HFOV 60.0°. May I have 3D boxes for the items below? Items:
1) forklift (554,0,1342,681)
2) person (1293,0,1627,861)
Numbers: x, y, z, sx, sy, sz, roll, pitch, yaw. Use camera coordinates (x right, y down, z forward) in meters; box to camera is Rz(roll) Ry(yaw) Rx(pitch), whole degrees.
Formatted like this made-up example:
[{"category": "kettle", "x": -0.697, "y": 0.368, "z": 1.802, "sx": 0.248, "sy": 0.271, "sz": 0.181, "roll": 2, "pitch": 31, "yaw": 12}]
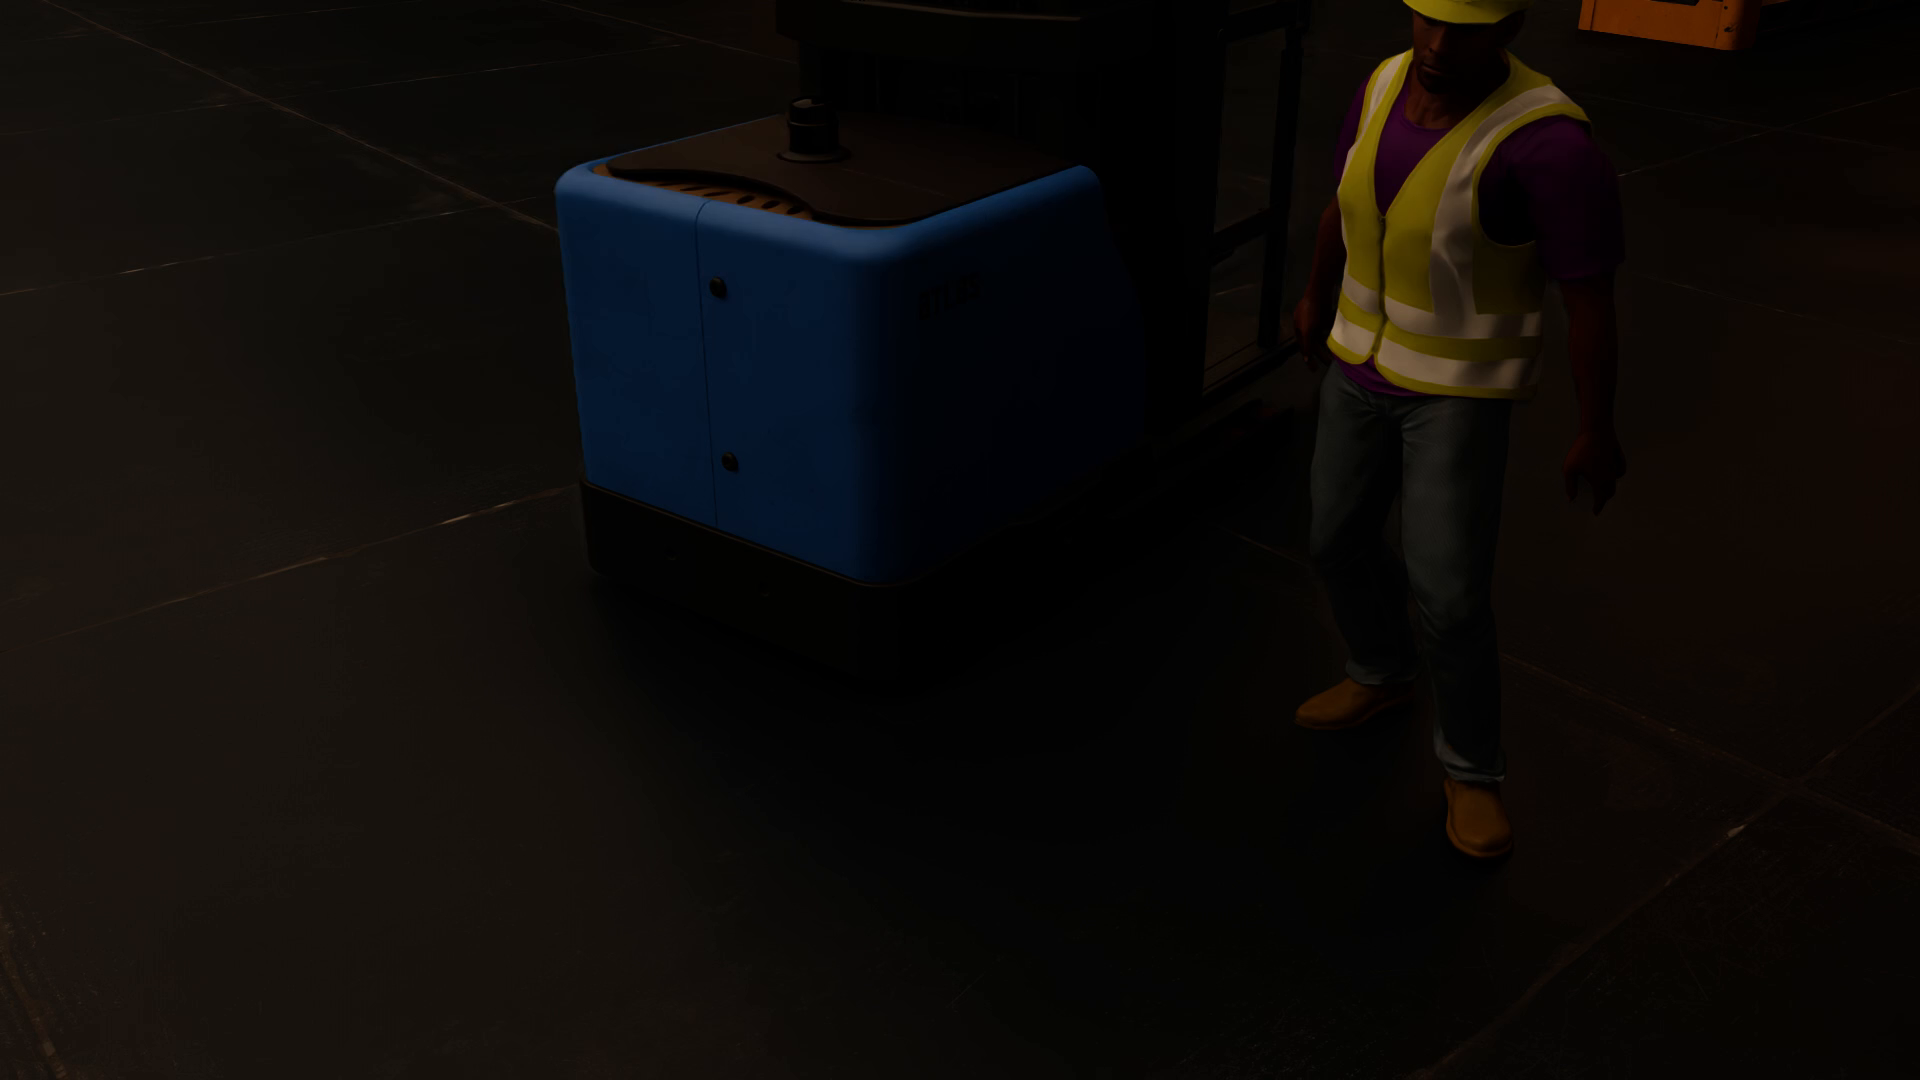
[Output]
[{"category": "forklift", "x": 0.338, "y": -1.592, "z": 4.413, "sx": 1.130, "sy": 2.935, "sz": 3.031, "roll": 18, "pitch": 32, "yaw": 32}, {"category": "person", "x": 0.891, "y": -0.315, "z": 3.219, "sx": 0.472, "sy": 1.733, "sz": 0.883, "roll": -15, "pitch": 30, "yaw": -27}]
